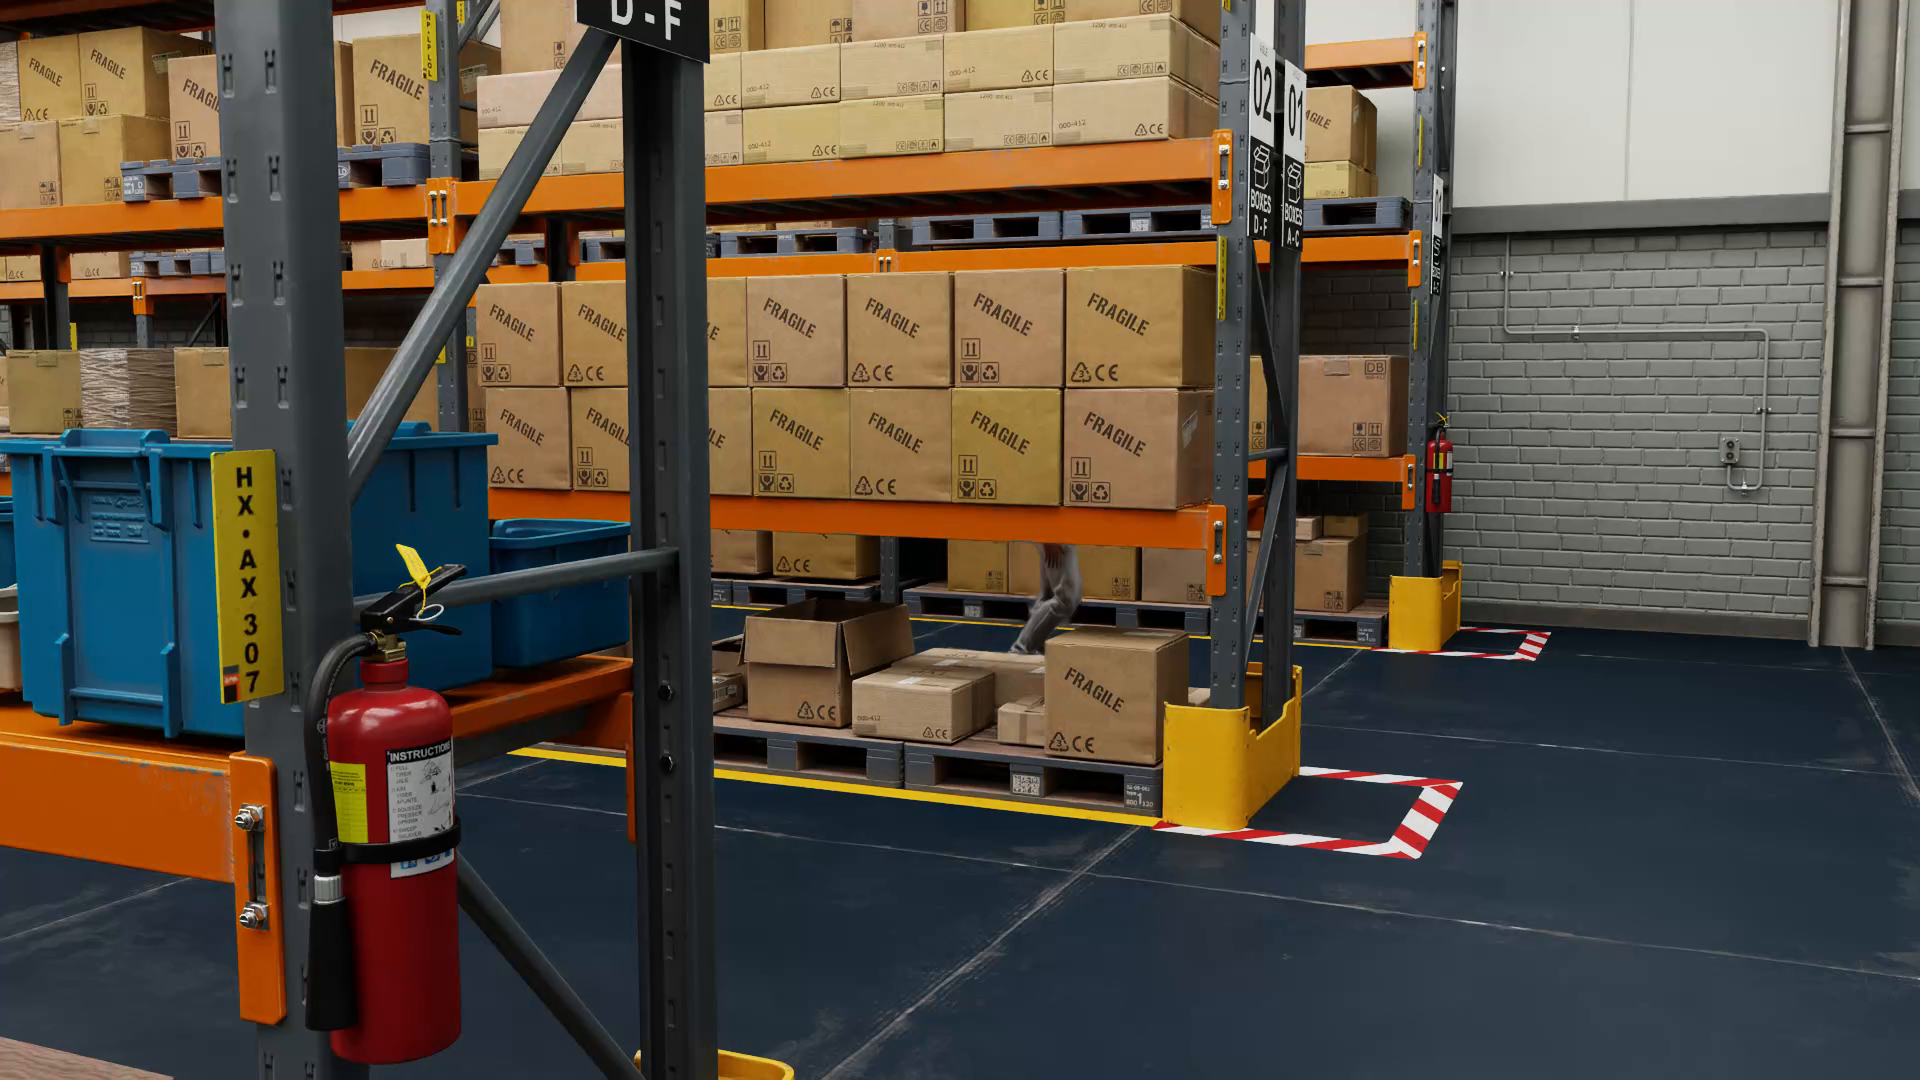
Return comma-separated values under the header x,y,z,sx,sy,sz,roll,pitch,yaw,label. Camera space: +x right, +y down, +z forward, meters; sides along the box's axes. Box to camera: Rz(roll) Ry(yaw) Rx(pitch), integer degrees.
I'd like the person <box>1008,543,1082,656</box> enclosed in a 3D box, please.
x,y,z,sx,sy,sz,roll,pitch,yaw,label
0.543,-0.026,10.002,0.497,1.751,0.685,1,6,12,person
